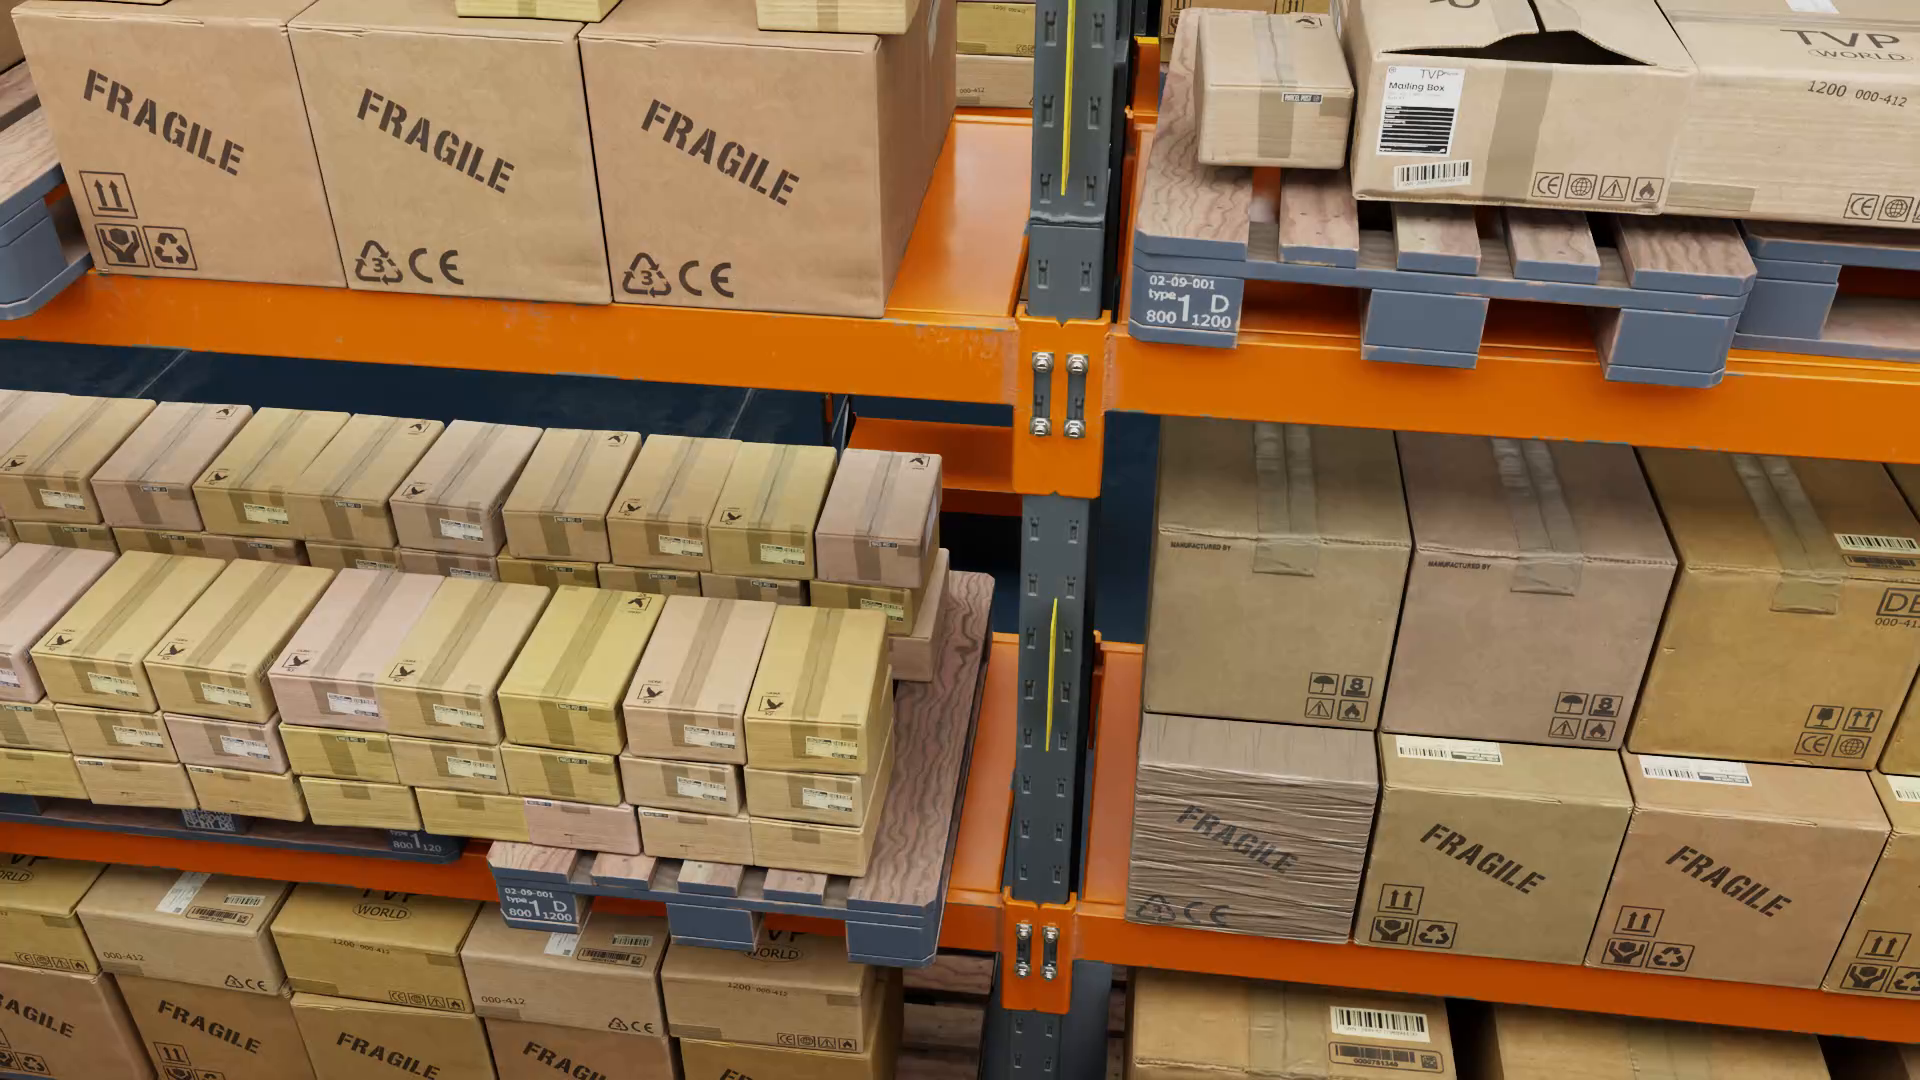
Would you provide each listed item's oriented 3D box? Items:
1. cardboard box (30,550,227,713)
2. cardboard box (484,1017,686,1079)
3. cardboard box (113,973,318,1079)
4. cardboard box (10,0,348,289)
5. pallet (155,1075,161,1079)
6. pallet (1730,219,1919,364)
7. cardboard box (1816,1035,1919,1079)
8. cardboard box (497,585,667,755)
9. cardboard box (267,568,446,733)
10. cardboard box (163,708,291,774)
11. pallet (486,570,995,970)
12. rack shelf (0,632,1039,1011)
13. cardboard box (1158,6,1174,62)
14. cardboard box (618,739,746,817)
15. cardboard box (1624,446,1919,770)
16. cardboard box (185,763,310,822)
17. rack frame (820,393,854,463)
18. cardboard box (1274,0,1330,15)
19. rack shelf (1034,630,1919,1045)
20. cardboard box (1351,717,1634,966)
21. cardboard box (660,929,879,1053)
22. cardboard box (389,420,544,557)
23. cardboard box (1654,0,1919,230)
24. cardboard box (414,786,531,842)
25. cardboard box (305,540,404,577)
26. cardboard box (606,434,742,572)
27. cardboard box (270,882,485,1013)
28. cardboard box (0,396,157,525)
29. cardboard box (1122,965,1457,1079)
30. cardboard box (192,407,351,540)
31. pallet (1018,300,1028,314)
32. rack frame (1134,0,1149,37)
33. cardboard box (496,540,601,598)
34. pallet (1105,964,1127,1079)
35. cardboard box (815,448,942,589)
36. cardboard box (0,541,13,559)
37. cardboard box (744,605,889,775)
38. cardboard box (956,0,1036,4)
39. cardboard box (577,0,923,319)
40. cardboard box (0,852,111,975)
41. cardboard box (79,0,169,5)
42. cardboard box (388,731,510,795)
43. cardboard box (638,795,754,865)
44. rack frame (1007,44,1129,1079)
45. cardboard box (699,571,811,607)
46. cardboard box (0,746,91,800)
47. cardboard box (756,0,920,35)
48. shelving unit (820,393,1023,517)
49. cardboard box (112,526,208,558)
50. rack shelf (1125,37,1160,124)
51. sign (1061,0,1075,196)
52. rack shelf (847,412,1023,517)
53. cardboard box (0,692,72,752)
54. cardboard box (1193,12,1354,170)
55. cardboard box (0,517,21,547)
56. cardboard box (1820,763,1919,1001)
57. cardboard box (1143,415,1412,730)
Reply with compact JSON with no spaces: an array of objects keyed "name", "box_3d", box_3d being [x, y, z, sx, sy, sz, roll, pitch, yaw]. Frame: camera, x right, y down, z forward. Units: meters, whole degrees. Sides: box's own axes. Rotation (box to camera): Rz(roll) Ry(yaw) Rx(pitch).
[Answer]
[{"name":"cardboard box","box_3d":[-1.840,0.200,3.731,0.250,0.149,0.380,5,36,7]},{"name":"cardboard box","box_3d":[-0.956,1.307,4.627,0.500,0.500,0.500,6,36,8]},{"name":"cardboard box","box_3d":[-1.977,1.226,4.740,0.500,0.500,0.500,5,36,7]},{"name":"cardboard box","box_3d":[-1.347,-0.827,3.159,0.500,0.500,0.500,4,36,6]},{"name":"pallet","box_3d":[-1.737,1.384,5.129,1.213,0.211,1.003,4,36,6]},{"name":"pallet","box_3d":[1.999,-0.647,3.155,1.213,0.211,1.003,6,36,8]},{"name":"cardboard box","box_3d":[2.628,1.372,4.320,0.750,0.750,1.050,4,36,6]},{"name":"cardboard box","box_3d":[-0.809,0.277,3.622,0.250,0.149,0.380,5,36,7]},{"name":"cardboard box","box_3d":[-1.312,0.238,3.677,0.250,0.149,0.380,4,36,6]},{"name":"cardboard box","box_3d":[-1.583,0.341,3.789,0.250,0.149,0.380,5,36,7]},{"name":"pallet","box_3d":[-0.476,0.486,4.152,1.003,0.211,1.213,4,36,6]},{"name":"rack shelf","box_3d":[-1.739,0.544,4.525,4.000,0.370,1.077,4,36,6]},{"name":"cardboard box","box_3d":[1.073,-2.398,7.883,0.250,0.149,0.380,2,36,3]},{"name":"cardboard box","box_3d":[-0.568,0.416,3.683,0.250,0.149,0.380,6,36,8]},{"name":"cardboard box","box_3d":[1.699,0.064,3.632,0.500,0.500,0.700,4,36,5]},{"name":"cardboard box","box_3d":[-1.575,0.461,3.877,0.250,0.149,0.380,5,36,7]},{"name":"rack frame","box_3d":[-0.511,-0.496,6.977,0.032,1.125,0.500,4,36,6]},{"name":"cardboard box","box_3d":[1.709,-2.592,7.596,0.500,0.500,0.500,6,36,8]},{"name":"rack shelf","box_3d":[2.228,0.840,4.110,4.000,0.370,1.077,4,36,6]},{"name":"cardboard box","box_3d":[1.160,0.583,3.765,0.500,0.500,0.500,4,36,6]},{"name":"cardboard box","box_3d":[-0.467,1.041,4.354,0.500,0.250,0.500,3,36,5]},{"name":"cardboard box","box_3d":[-1.230,-0.135,4.200,0.250,0.149,0.380,6,36,8]},{"name":"cardboard box","box_3d":[1.431,-0.755,2.825,0.500,0.250,0.500,5,36,7]},{"name":"cardboard box","box_3d":[-1.051,0.500,3.822,0.250,0.149,0.380,4,36,5]},{"name":"cardboard box","box_3d":[-1.487,-0.036,4.318,0.250,0.149,0.380,4,36,6]},{"name":"cardboard box","box_3d":[-0.699,-0.097,4.146,0.250,0.149,0.380,4,36,6]},{"name":"cardboard box","box_3d":[-1.472,0.963,4.463,0.500,0.250,0.500,5,36,7]},{"name":"cardboard box","box_3d":[-2.273,-0.211,4.307,0.250,0.149,0.380,3,36,4]},{"name":"cardboard box","box_3d":[0.837,1.241,4.504,0.750,0.750,1.050,4,36,5]},{"name":"cardboard box","box_3d":[-1.740,-0.174,4.255,0.250,0.149,0.380,4,36,5]},{"name":"pallet","box_3d":[0.002,-1.427,9.068,1.213,0.211,1.003,4,36,6]},{"name":"rack frame","box_3d":[1.403,-5.321,12.123,0.127,3.000,1.000,4,36,6]},{"name":"cardboard box","box_3d":[-0.994,0.003,4.263,0.250,0.149,0.380,4,36,6]},{"name":"pallet","box_3d":[1.017,1.636,4.776,1.213,0.211,1.003,4,36,6]},{"name":"cardboard box","box_3d":[-0.194,-0.058,4.092,0.250,0.149,0.380,4,36,6]},{"name":"cardboard box","box_3d":[-2.358,0.163,3.783,0.250,0.149,0.380,4,36,6]},{"name":"cardboard box","box_3d":[-0.300,0.316,3.567,0.250,0.149,0.380,3,36,4]},{"name":"cardboard box","box_3d":[0.229,-2.796,7.638,0.500,0.500,0.500,3,36,5]},{"name":"cardboard box","box_3d":[-0.354,-0.758,3.062,0.500,0.500,0.500,4,36,6]},{"name":"cardboard box","box_3d":[-2.495,0.889,4.566,0.500,0.250,0.500,5,36,7]},{"name":"cardboard box","box_3d":[-1.468,-1.138,2.935,0.258,0.266,0.396,4,36,6]},{"name":"cardboard box","box_3d":[-1.078,0.380,3.735,0.250,0.149,0.380,4,36,6]},{"name":"cardboard box","box_3d":[-0.549,0.539,3.767,0.250,0.149,0.380,4,36,6]},{"name":"rack frame","box_3d":[0.245,0.399,4.109,0.127,3.000,1.000,4,36,6]},{"name":"cardboard box","box_3d":[-0.479,0.039,4.212,0.250,0.149,0.380,6,36,8]},{"name":"cardboard box","box_3d":[-2.095,0.422,3.931,0.250,0.149,0.380,4,36,5]},{"name":"cardboard box","box_3d":[-0.190,-1.054,2.818,0.258,0.266,0.396,4,36,6]},{"name":"shelving unit","box_3d":[-0.007,-0.458,6.924,1.048,1.125,0.538,4,36,6]},{"name":"cardboard box","box_3d":[-1.995,-0.075,4.372,0.250,0.149,0.380,4,36,6]},{"name":"rack shelf","box_3d":[2.758,-2.020,8.117,4.000,0.370,1.077,4,36,6]},{"name":"sign","box_3d":[0.173,-0.720,2.649,0.005,0.325,0.100,4,36,6]},{"name":"rack shelf","box_3d":[-0.007,-0.259,7.066,1.000,0.278,0.538,4,36,6]},{"name":"cardboard box","box_3d":[-2.089,0.302,3.844,0.250,0.149,0.380,4,36,5]},{"name":"cardboard box","box_3d":[0.555,-0.814,2.995,0.250,0.149,0.380,3,36,4]},{"name":"cardboard box","box_3d":[-2.524,-0.114,4.427,0.250,0.149,0.380,3,36,4]},{"name":"cardboard box","box_3d":[2.154,0.659,3.659,0.500,0.500,0.500,4,36,5]},{"name":"cardboard box","box_3d":[0.689,-0.010,3.735,0.500,0.500,0.700,4,36,6]}]
